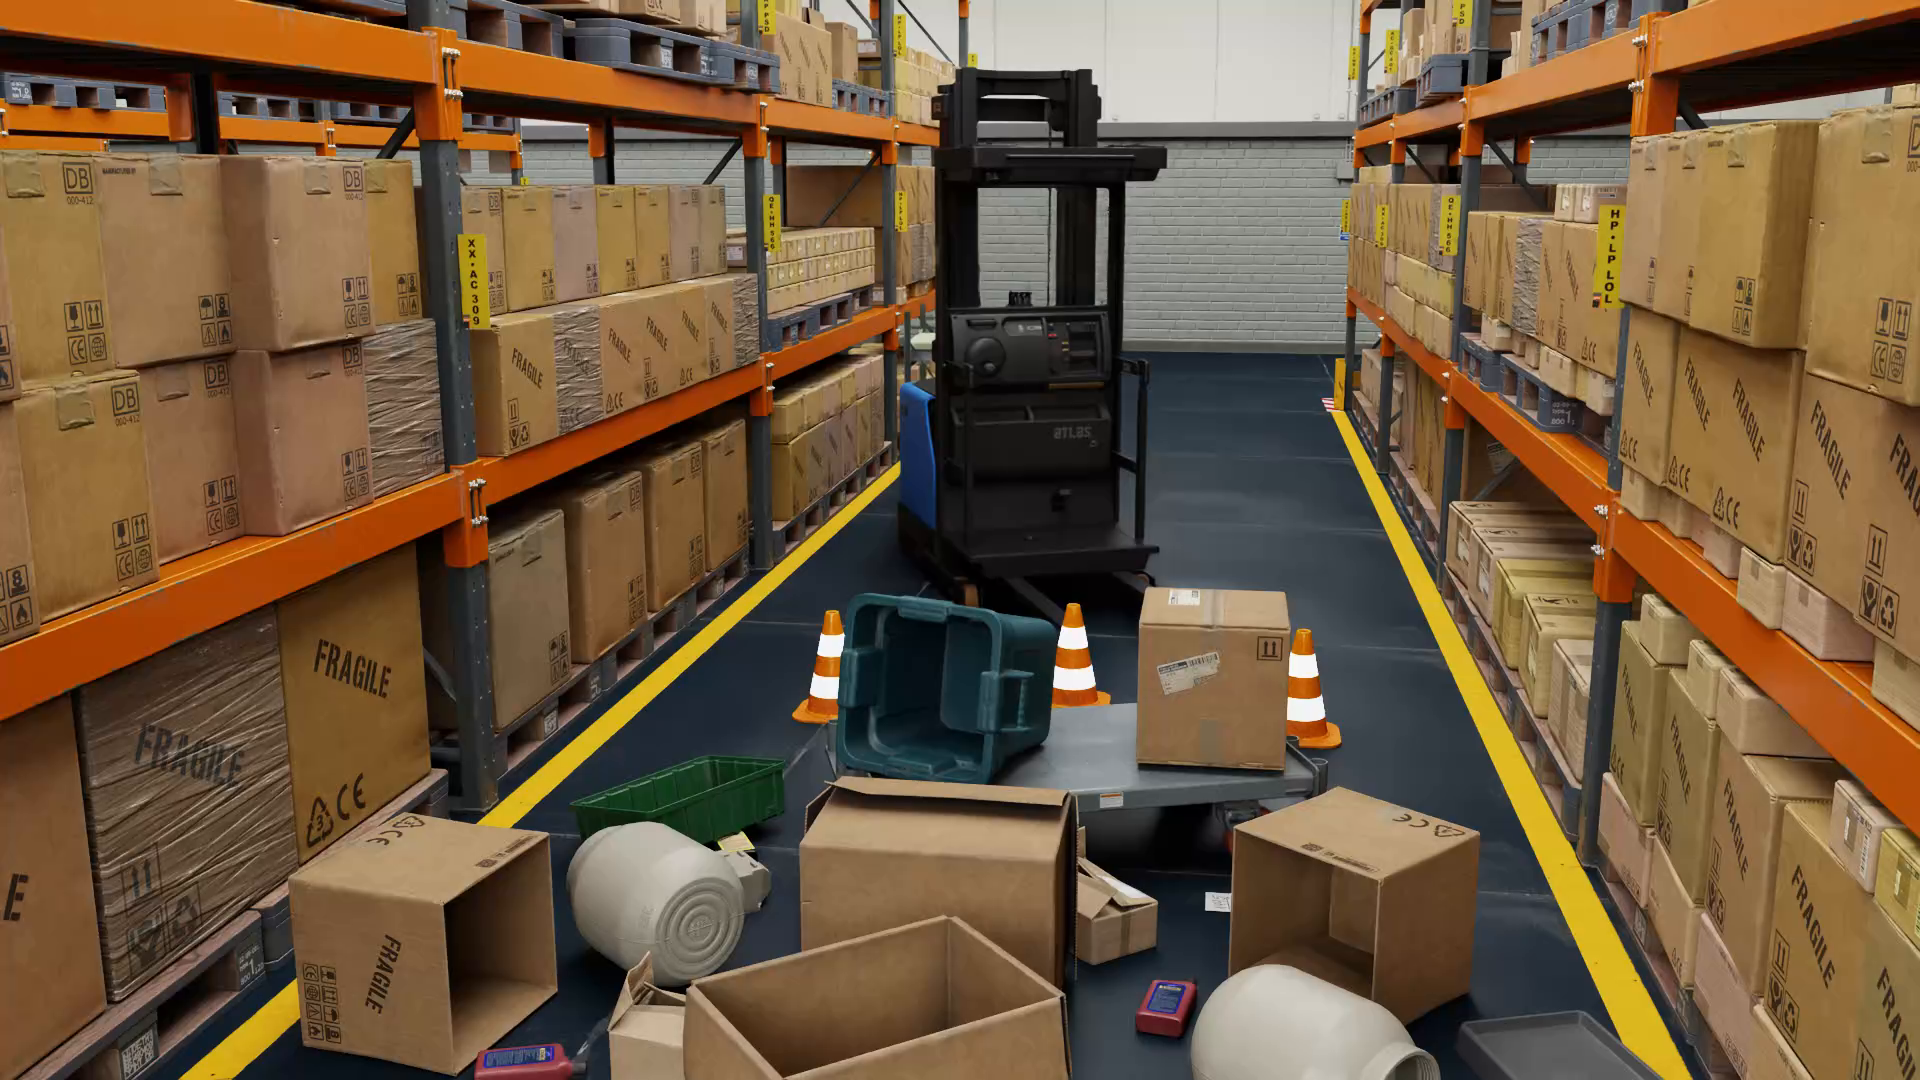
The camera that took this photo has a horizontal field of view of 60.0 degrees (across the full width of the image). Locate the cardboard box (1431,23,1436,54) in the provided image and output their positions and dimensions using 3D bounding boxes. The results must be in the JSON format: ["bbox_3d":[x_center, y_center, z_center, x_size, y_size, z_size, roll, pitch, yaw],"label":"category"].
[{"bbox_3d":[3.128,-3.064,10.292,0.396,0.266,0.258,2,12,7],"label":"cardboard box"}]

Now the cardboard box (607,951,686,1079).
[{"bbox_3d":[-0.704,1.287,4.389,0.396,0.266,0.258,4,13,18],"label":"cardboard box"}]

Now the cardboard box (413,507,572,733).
[{"bbox_3d":[-2.253,0.296,6.844,1.050,0.750,0.750,2,12,8],"label":"cardboard box"}]

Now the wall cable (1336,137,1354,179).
[{"bbox_3d":[5.337,-4.512,22.322,0.585,1.953,0.123,2,12,9],"label":"wall cable"}]

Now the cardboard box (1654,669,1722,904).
[{"bbox_3d":[2.219,0.671,4.510,0.500,0.500,0.500,2,12,11],"label":"cardboard box"}]

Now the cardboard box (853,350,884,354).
[{"bbox_3d":[-0.876,-1.805,16.607,0.380,0.149,0.250,1,12,6],"label":"cardboard box"}]

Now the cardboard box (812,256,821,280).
[{"bbox_3d":[-1.175,-1.889,11.534,0.380,0.149,0.250,2,12,8],"label":"cardboard box"}]

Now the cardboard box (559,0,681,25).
[{"bbox_3d":[-1.635,-2.698,7.799,0.500,0.500,0.500,2,12,9],"label":"cardboard box"}]

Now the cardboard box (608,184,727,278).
[{"bbox_3d":[-1.723,-1.744,9.354,0.700,0.500,0.500,2,12,8],"label":"cardboard box"}]

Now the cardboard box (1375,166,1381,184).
[{"bbox_3d":[3.892,-3.237,14.745,0.380,0.149,0.250,2,12,9],"label":"cardboard box"}]

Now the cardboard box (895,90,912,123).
[{"bbox_3d":[-0.697,-3.613,13.873,0.500,0.250,0.500,3,12,12],"label":"cardboard box"}]

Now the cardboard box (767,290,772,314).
[{"bbox_3d":[-1.376,-1.468,10.286,0.380,0.149,0.250,2,12,8],"label":"cardboard box"}]

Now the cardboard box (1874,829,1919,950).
[{"bbox_3d":[1.929,0.655,3.046,0.380,0.149,0.250,2,12,10],"label":"cardboard box"}]

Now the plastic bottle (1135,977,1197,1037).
[{"bbox_3d":[0.595,1.317,4.737,0.133,0.061,0.283,4,13,18],"label":"plastic bottle"}]

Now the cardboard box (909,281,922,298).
[{"bbox_3d":[-0.556,-2.278,15.038,0.380,0.149,0.250,2,12,10],"label":"cardboard box"}]

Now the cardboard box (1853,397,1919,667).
[{"bbox_3d":[2.005,-0.019,3.017,0.500,0.500,0.500,2,12,8],"label":"cardboard box"}]

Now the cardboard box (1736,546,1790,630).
[{"bbox_3d":[2.076,0.117,3.928,0.380,0.149,0.250,2,12,9],"label":"cardboard box"}]

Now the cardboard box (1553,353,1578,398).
[{"bbox_3d":[2.516,-0.635,6.419,0.380,0.149,0.250,2,12,8],"label":"cardboard box"}]

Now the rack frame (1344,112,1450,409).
[{"bbox_3d":[4.493,-2.825,16.983,1.000,3.000,0.127,2,12,9],"label":"rack frame"}]

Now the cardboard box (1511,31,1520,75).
[{"bbox_3d":[3.007,-2.447,8.428,0.396,0.266,0.258,2,12,9],"label":"cardboard box"}]

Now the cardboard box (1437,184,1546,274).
[{"bbox_3d":[3.083,-1.814,9.678,0.500,0.500,0.500,2,12,7],"label":"cardboard box"}]

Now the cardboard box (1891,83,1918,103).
[{"bbox_3d":[9.059,-4.120,15.521,0.500,0.250,0.500,2,12,8],"label":"cardboard box"}]

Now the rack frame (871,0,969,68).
[{"bbox_3d":[-0.414,-5.897,16.997,1.000,3.000,0.127,2,12,9],"label":"rack frame"}]

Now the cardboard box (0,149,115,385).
[{"bbox_3d":[-2.613,-0.655,3.995,0.875,0.550,0.500,2,12,9],"label":"cardboard box"}]

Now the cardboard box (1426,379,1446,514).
[{"bbox_3d":[3.592,-0.653,10.950,0.875,0.875,0.875,2,12,9],"label":"cardboard box"}]

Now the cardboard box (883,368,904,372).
[{"bbox_3d":[-0.663,-1.464,15.025,0.380,0.149,0.250,2,12,7],"label":"cardboard box"}]

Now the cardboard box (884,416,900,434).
[{"bbox_3d":[-0.656,-1.009,14.325,0.380,0.149,0.250,1,12,6],"label":"cardboard box"}]

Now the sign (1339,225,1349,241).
[{"bbox_3d":[5.298,-4.146,22.471,0.327,0.218,0.001,2,12,9],"label":"sign"}]

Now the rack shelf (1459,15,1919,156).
[{"bbox_3d":[2.955,-1.858,7.083,1.077,0.370,4.000,2,12,9],"label":"rack shelf"}]

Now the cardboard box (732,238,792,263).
[{"bbox_3d":[-1.301,-1.869,10.735,0.380,0.149,0.250,2,12,8],"label":"cardboard box"}]

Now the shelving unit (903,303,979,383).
[{"bbox_3d":[-0.115,-0.812,11.202,0.431,1.500,0.755,1,12,7],"label":"shelving unit"}]

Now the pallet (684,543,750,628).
[{"bbox_3d":[-1.840,0.226,9.445,1.003,0.211,1.213,2,12,9],"label":"pallet"}]

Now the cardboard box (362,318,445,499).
[{"bbox_3d":[-2.305,-0.463,5.664,0.875,0.550,0.550,2,12,9],"label":"cardboard box"}]

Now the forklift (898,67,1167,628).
[{"bbox_3d":[0.460,-1.118,9.222,1.130,2.935,3.031,-3,13,-14],"label":"forklift"}]

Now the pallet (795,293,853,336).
[{"bbox_3d":[-1.381,-1.619,11.840,1.003,0.211,1.213,2,12,9],"label":"pallet"}]

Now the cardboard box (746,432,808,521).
[{"bbox_3d":[-1.284,-0.422,10.766,0.500,0.500,0.500,1,12,6],"label":"cardboard box"}]

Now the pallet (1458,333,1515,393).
[{"bbox_3d":[3.258,-0.914,8.571,1.213,0.211,1.003,2,12,9],"label":"pallet"}]

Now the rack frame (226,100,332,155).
[{"bbox_3d":[-5.915,-2.314,14.609,1.000,3.000,0.127,2,12,9],"label":"rack frame"}]

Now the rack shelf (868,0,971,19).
[{"bbox_3d":[-0.722,-5.128,15.141,1.077,0.370,4.000,2,12,9],"label":"rack shelf"}]

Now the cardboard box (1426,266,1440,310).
[{"bbox_3d":[3.161,-1.547,10.220,0.500,0.250,0.500,2,12,7],"label":"cardboard box"}]

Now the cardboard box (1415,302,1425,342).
[{"bbox_3d":[3.240,-1.411,10.778,0.500,0.250,0.500,2,12,8],"label":"cardboard box"}]

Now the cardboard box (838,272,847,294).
[{"bbox_3d":[-1.050,-1.909,12.331,0.380,0.149,0.250,1,12,6],"label":"cardboard box"}]

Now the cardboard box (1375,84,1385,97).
[{"bbox_3d":[4.098,-4.204,15.622,0.380,0.149,0.250,2,12,11],"label":"cardboard box"}]

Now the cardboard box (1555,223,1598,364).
[{"bbox_3d":[2.566,-0.934,6.265,0.500,0.500,0.500,2,12,9],"label":"cardboard box"}]

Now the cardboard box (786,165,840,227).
[{"bbox_3d":[-1.224,-2.922,14.113,0.500,0.500,0.500,1,12,7],"label":"cardboard box"}]

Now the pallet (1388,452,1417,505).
[{"bbox_3d":[3.833,-0.466,12.656,1.003,0.211,1.213,2,12,9],"label":"pallet"}]

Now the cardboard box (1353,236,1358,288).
[{"bbox_3d":[4.085,-2.677,16.059,0.500,0.500,0.500,2,12,8],"label":"cardboard box"}]

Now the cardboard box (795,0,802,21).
[{"bbox_3d":[-1.230,-3.426,10.594,0.396,0.266,0.258,2,12,9],"label":"cardboard box"}]

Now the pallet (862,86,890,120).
[{"bbox_3d":[-1.230,-3.381,12.889,1.213,0.211,1.003,2,12,9],"label":"pallet"}]

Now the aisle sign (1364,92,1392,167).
[{"bbox_3d":[4.217,-4.120,16.822,0.394,0.787,0.004,2,12,9],"label":"aisle sign"}]

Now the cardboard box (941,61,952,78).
[{"bbox_3d":[-0.282,-4.558,16.126,0.380,0.149,0.250,2,12,10],"label":"cardboard box"}]

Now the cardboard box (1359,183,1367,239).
[{"bbox_3d":[3.993,-3.057,15.447,0.500,0.500,0.500,2,12,8],"label":"cardboard box"}]

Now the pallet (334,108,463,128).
[{"bbox_3d":[-5.589,-4.160,16.266,1.003,0.211,1.213,2,12,9],"label":"pallet"}]

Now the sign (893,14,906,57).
[{"bbox_3d":[-0.480,-4.026,13.274,0.100,0.325,0.005,2,12,9],"label":"sign"}]

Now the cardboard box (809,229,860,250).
[{"bbox_3d":[-0.980,-2.306,12.759,0.380,0.149,0.250,1,12,7],"label":"cardboard box"}]
